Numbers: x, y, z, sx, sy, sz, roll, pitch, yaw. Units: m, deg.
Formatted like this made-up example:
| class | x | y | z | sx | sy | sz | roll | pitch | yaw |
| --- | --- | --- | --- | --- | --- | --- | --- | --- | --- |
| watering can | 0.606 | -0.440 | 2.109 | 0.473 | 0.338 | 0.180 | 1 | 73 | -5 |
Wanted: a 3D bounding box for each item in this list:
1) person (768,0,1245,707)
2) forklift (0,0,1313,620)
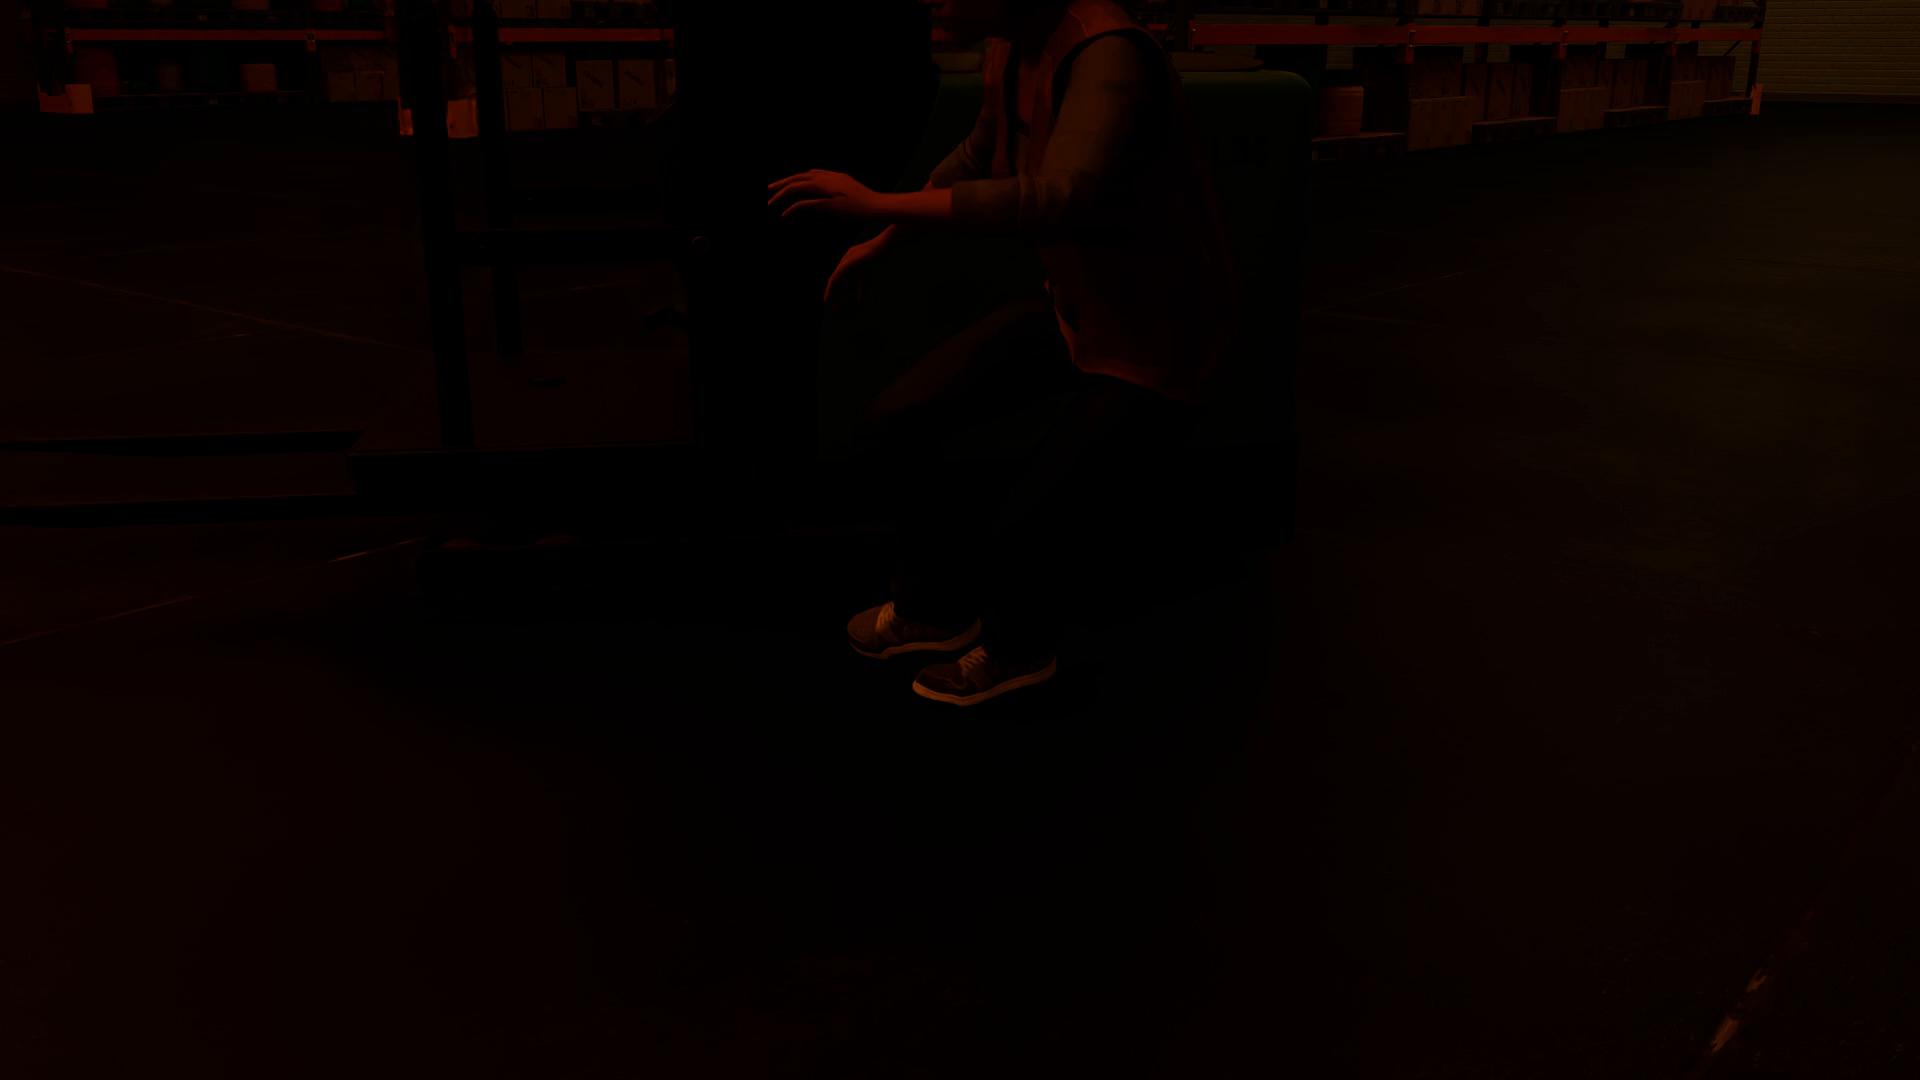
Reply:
| class | x | y | z | sx | sy | sz | roll | pitch | yaw |
| --- | --- | --- | --- | --- | --- | --- | --- | --- | --- |
| person | 0.024 | -0.273 | 2.488 | 0.820 | 1.361 | 0.823 | -12 | 21 | -34 |
| forklift | -0.817 | -1.402 | 3.516 | 3.031 | 2.935 | 1.130 | -3 | 17 | -8 |
